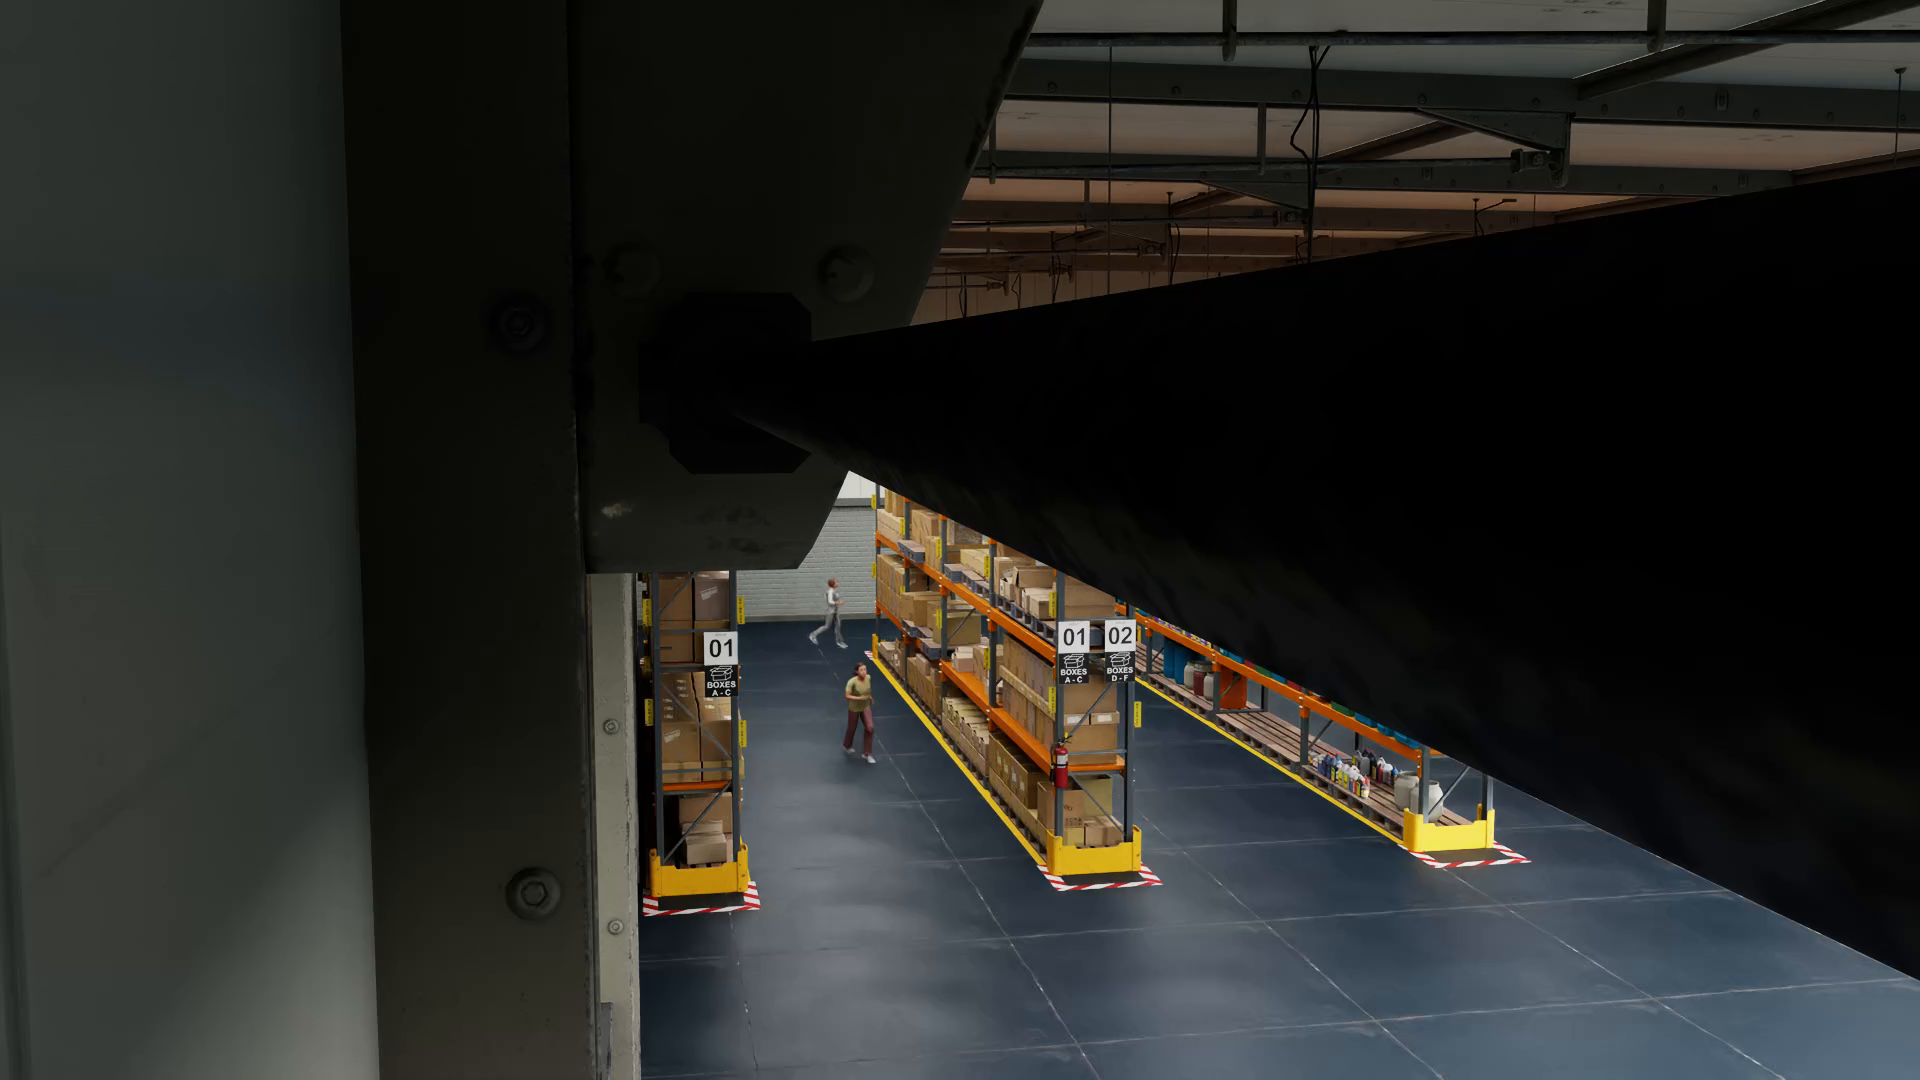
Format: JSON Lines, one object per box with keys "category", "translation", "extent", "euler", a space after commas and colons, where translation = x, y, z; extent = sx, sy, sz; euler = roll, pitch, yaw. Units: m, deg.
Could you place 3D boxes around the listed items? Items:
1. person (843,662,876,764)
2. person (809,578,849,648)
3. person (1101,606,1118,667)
{"category": "person", "translation": [-1.647, 2.757, 26.931], "extent": [0.575, 1.641, 0.932], "euler": [-3, 6, -25]}
{"category": "person", "translation": [-2.980, 1.661, 37.792], "extent": [0.883, 1.606, 0.556], "euler": [0, 6, 2]}
{"category": "person", "translation": [2.921, 2.118, 32.816], "extent": [0.663, 1.708, 0.693], "euler": [-2, 6, -22]}
